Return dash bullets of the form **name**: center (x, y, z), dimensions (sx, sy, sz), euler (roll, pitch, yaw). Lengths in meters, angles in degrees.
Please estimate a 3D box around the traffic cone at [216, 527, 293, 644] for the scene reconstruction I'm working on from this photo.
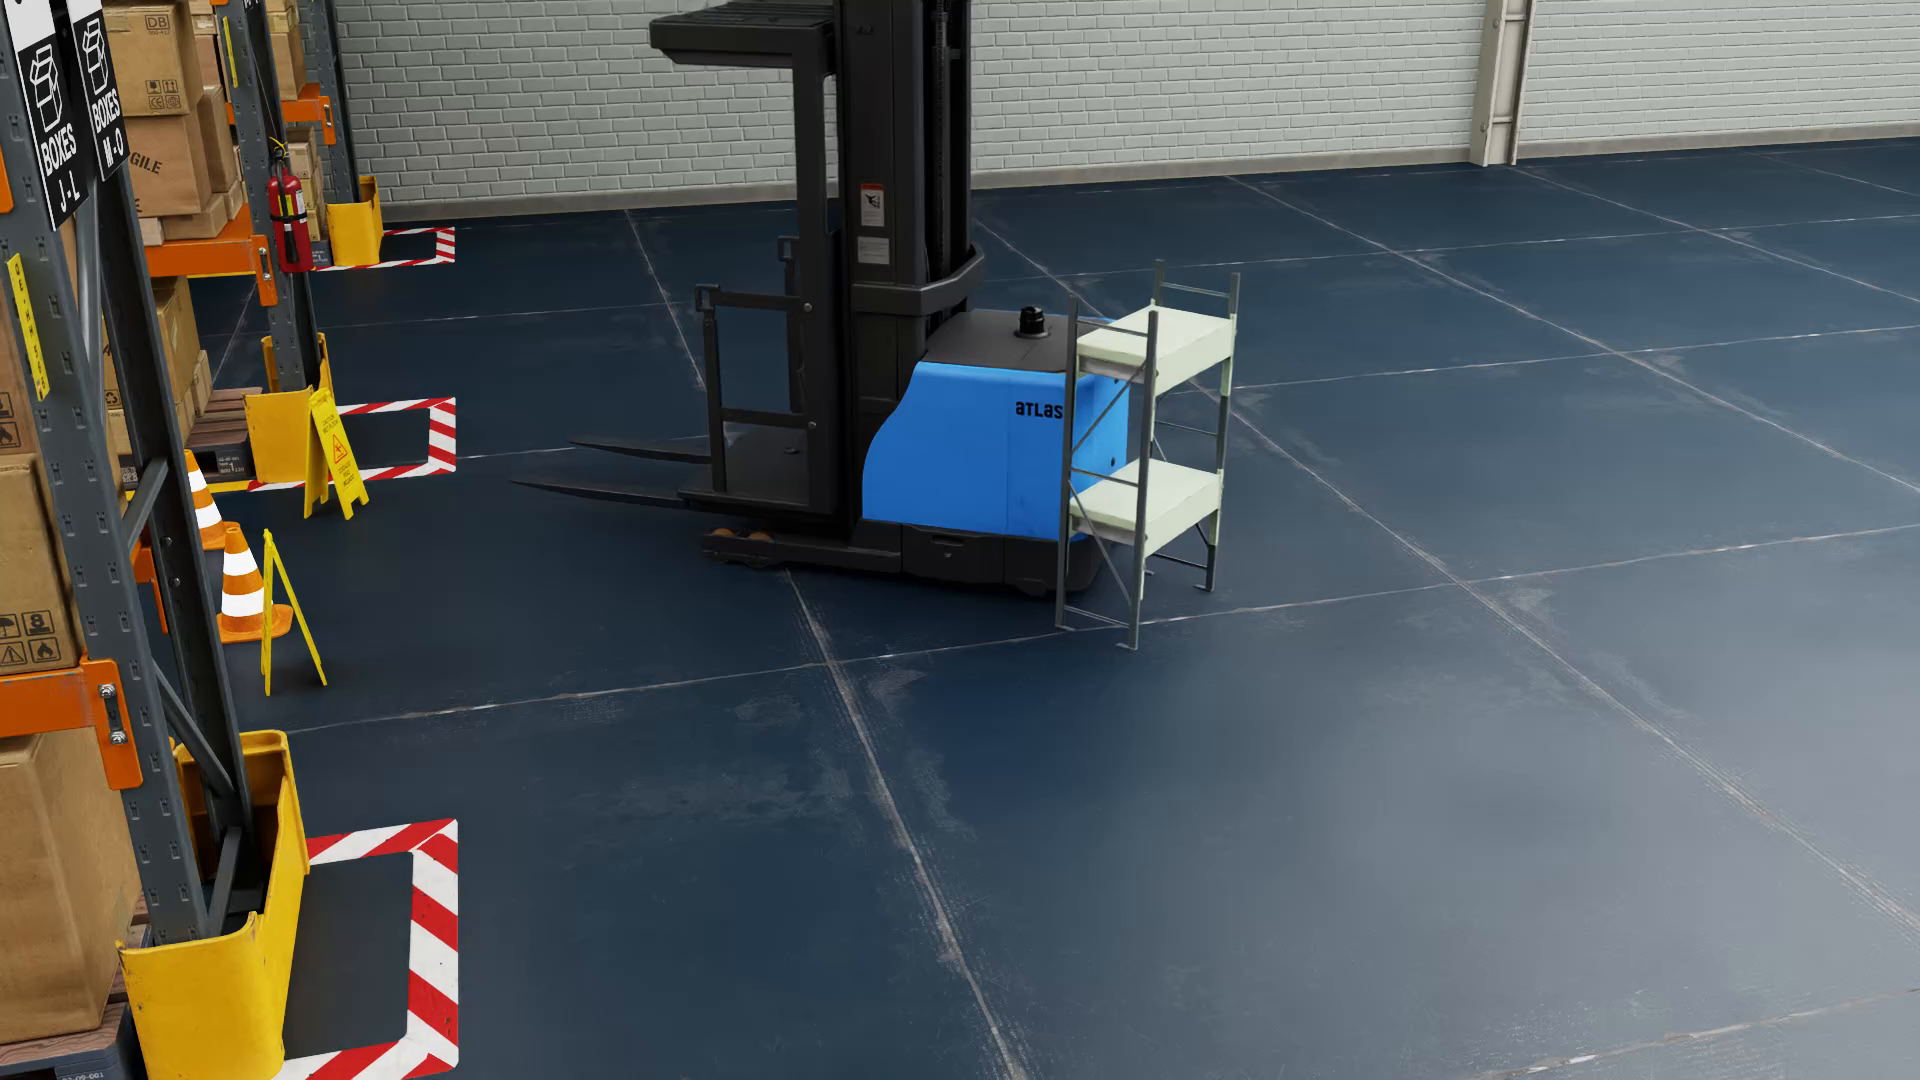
- **traffic cone**: center (-3.138, 0.165, 7.278), dimensions (0.334, 0.463, 0.336), euler (-6, 24, -14)

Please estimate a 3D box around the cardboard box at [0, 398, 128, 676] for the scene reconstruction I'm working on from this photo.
- **cardboard box**: center (-2.611, -0.065, 4.407), dimensions (0.550, 0.550, 0.875), euler (-6, 24, -14)

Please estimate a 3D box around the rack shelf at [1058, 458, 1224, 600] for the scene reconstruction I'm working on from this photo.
- **rack shelf**: center (0.804, -0.079, 7.350), dimensions (0.431, 0.370, 0.720), euler (16, 28, 31)

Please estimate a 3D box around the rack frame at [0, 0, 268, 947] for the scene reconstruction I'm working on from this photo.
- **rack frame**: center (-2.266, -0.053, 4.569), dimensions (0.127, 3.000, 1.000), euler (-6, 24, -14)

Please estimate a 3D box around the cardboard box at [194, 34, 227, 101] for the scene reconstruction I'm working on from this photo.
- **cardboard box**: center (-5.949, -3.648, 12.820), dimensions (0.500, 0.500, 0.500), euler (-6, 24, -13)

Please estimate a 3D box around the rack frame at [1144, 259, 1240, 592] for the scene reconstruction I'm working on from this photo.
- **rack frame**: center (1.016, -0.497, 7.495), dimensions (0.400, 1.500, 0.023), euler (16, 28, 31)

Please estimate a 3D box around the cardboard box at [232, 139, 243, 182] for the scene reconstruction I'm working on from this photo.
- **cardboard box**: center (-5.894, -2.970, 13.055), dimensions (0.500, 0.250, 0.500), euler (-6, 24, -13)

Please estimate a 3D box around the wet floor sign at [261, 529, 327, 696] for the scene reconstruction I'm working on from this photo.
- **wet floor sign**: center (-2.773, 0.274, 6.793), dimensions (0.232, 0.644, 0.267), euler (-11, 25, -23)

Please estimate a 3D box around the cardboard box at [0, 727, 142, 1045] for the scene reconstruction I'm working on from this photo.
- **cardboard box**: center (-2.901, 0.828, 4.679), dimensions (0.875, 0.875, 0.875), euler (-6, 24, -14)

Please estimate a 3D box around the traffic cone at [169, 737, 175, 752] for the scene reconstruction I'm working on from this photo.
- **traffic cone**: center (-3.161, 0.630, 6.194), dimensions (0.334, 0.463, 0.336), euler (-6, 24, -14)

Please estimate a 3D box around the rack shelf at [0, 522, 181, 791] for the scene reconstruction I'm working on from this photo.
- **rack shelf**: center (-4.191, 0.491, 4.215), dimensions (4.000, 0.370, 1.077), euler (-6, 24, -14)

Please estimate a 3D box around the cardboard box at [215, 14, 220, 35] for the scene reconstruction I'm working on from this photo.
- **cardboard box**: center (-5.541, -3.968, 12.744), dimensions (0.250, 0.149, 0.380), euler (-6, 24, -14)

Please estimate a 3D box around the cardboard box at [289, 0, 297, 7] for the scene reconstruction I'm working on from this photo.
- **cardboard box**: center (-5.426, -4.332, 13.214), dimensions (0.250, 0.149, 0.380), euler (-7, 24, -15)

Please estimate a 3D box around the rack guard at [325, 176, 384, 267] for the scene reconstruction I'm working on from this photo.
- **rack guard**: center (-5.021, -2.659, 13.814), dimensions (0.348, 0.500, 1.175), euler (-6, 24, -14)

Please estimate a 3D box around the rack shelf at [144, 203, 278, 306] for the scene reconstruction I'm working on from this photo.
- **rack shelf**: center (-5.626, -1.378, 8.569), dimensions (4.000, 0.370, 1.077), euler (-6, 24, -14)

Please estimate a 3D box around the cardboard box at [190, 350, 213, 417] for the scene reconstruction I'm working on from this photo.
- **cardboard box**: center (-4.551, -0.870, 9.428), dimensions (0.500, 0.250, 0.500), euler (-7, 24, -15)

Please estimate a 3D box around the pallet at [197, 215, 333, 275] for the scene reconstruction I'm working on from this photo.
- **pallet**: center (-5.770, -2.427, 13.638), dimensions (1.213, 0.211, 1.003), euler (-6, 24, -14)

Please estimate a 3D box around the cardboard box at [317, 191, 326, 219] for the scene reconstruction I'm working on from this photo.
- **cardboard box**: center (-5.570, -2.757, 13.825), dimensions (0.500, 0.250, 0.500), euler (-6, 24, -14)

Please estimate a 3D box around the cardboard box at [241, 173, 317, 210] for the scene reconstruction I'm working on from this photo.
- **cardboard box**: center (-5.429, -2.794, 13.278), dimensions (0.500, 0.250, 0.500), euler (-7, 24, -15)

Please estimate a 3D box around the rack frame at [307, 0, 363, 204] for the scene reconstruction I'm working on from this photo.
- **rack frame**: center (-5.045, -3.806, 13.315), dimensions (0.127, 3.000, 1.000), euler (-6, 24, -14)

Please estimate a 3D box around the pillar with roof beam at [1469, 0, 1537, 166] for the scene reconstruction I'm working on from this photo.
- **pillar with roof beam**: center (6.758, -6.474, 11.926), dimensions (0.400, 9.000, 9.100), euler (-6, 24, -14)

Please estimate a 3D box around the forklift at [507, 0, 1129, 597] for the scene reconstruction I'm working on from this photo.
- **forklift**: center (-0.741, -1.404, 7.805), dimensions (3.031, 2.935, 1.130), euler (7, 24, 15)

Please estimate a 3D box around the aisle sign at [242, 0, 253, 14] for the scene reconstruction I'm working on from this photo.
- **aisle sign**: center (-3.562, -3.013, 8.170), dimensions (0.004, 0.787, 0.394), euler (-6, 24, -14)

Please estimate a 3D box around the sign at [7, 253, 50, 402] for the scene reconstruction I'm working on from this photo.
- **sign**: center (-2.133, -0.486, 3.811), dimensions (0.005, 0.325, 0.100), euler (-6, 24, -14)

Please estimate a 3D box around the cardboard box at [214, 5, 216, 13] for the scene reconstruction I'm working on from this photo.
- **cardboard box**: center (-5.562, -4.130, 12.745), dimensions (0.250, 0.149, 0.380), euler (-6, 24, -14)

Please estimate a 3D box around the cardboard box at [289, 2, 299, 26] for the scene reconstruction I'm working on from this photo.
- **cardboard box**: center (-5.441, -4.212, 13.313), dimensions (0.250, 0.149, 0.380), euler (-7, 24, -16)

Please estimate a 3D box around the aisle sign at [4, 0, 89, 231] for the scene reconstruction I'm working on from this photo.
- **aisle sign**: center (-2.116, -1.141, 3.809), dimensions (0.004, 0.787, 0.394), euler (-6, 24, -14)

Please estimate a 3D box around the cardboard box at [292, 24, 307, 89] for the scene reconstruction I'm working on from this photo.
- **cardboard box**: center (-5.597, -3.904, 13.418), dimensions (0.500, 0.500, 0.500), euler (-6, 24, -13)

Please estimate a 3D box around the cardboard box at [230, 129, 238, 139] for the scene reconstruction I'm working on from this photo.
- **cardboard box**: center (-6.039, -3.161, 13.498), dimensions (0.500, 0.250, 0.500), euler (-6, 24, -14)

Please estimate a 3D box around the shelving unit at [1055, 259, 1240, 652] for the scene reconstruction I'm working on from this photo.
- **shelving unit**: center (0.809, -0.378, 7.218), dimensions (0.431, 1.500, 0.755), euler (16, 28, 31)

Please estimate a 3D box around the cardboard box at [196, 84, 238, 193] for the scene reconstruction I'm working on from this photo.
- **cardboard box**: center (-4.231, -2.159, 8.973), dimensions (0.500, 0.500, 0.500), euler (-7, 24, -15)

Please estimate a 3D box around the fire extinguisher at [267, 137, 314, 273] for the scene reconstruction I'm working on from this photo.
- **fire extinguisher**: center (-3.465, -1.723, 8.560), dimensions (0.183, 0.674, 0.296), euler (-6, 24, -14)

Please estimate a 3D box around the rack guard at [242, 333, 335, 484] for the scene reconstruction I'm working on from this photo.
- **rack guard**: center (-3.773, -0.765, 9.398), dimensions (0.348, 0.500, 1.175), euler (-6, 24, -14)

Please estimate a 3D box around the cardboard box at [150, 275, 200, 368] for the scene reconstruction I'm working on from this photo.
- **cardboard box**: center (-4.574, -1.212, 9.274), dimensions (0.500, 0.500, 0.500), euler (-7, 24, -16)

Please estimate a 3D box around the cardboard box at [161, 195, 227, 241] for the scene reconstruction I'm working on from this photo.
- **cardboard box**: center (-4.002, -1.685, 8.691), dimensions (0.250, 0.149, 0.380), euler (-5, 24, -13)
